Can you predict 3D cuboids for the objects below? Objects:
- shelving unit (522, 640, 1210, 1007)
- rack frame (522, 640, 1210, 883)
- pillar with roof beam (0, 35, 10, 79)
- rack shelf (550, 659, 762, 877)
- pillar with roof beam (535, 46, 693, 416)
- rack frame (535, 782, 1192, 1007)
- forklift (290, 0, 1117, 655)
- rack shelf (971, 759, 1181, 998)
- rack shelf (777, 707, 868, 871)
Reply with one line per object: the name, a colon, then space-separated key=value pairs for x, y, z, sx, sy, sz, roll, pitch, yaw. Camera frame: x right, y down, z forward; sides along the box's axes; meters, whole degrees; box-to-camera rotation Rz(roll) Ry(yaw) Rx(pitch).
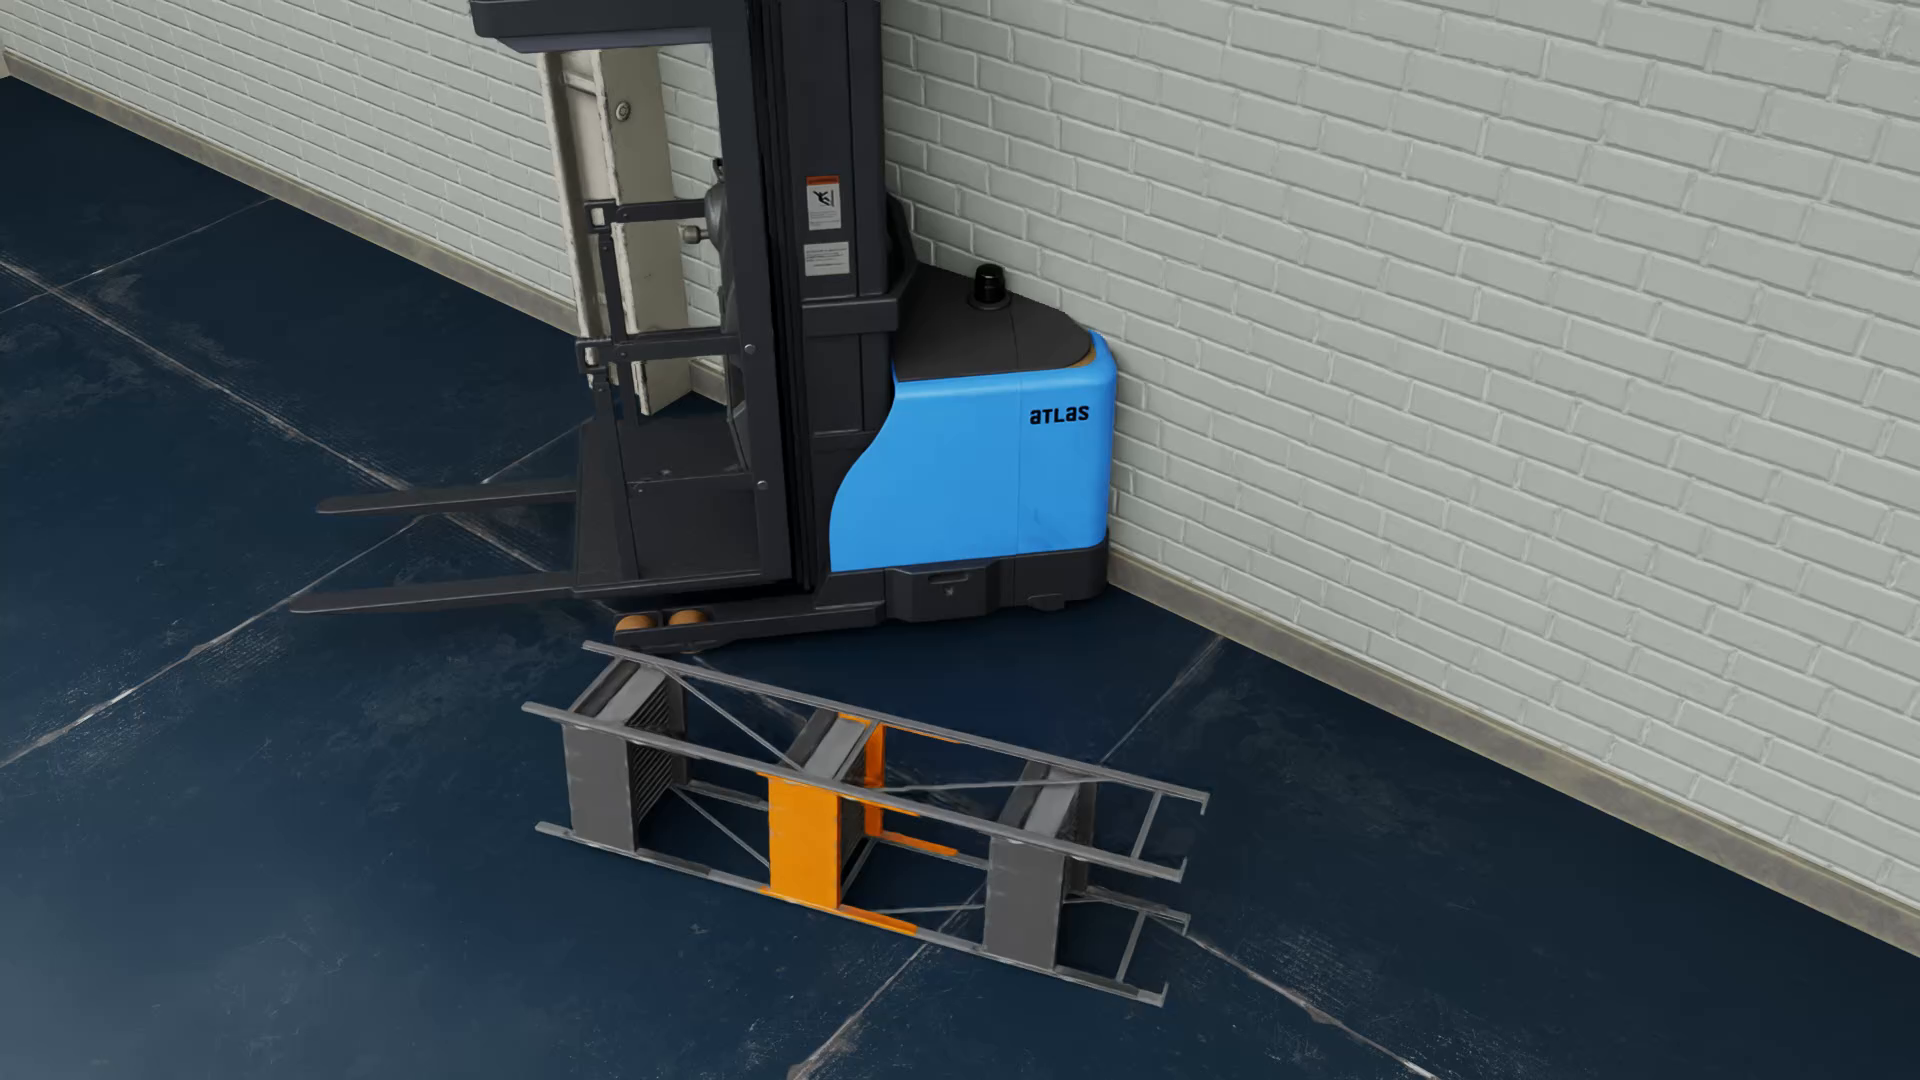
shelving unit: x=-0.320 y=0.853 z=5.200 sx=2.100 sy=0.503 sz=0.431 roll=12 pitch=32 yaw=15
rack frame: x=-0.309 y=0.644 z=5.075 sx=2.100 sy=0.015 sz=0.400 roll=12 pitch=32 yaw=15
pillar with roof beam: x=-8.840 y=-4.387 z=5.053 sx=0.400 sy=9.000 sz=9.100 roll=25 pitch=45 yaw=29
rack shelf: x=-0.968 y=0.713 z=5.377 sx=0.518 sy=0.480 sz=0.431 roll=12 pitch=32 yaw=15
pillar with roof beam: x=-4.074 y=-2.140 z=2.183 sx=0.400 sy=9.000 sz=9.100 roll=25 pitch=45 yaw=29
rack frame: x=-0.331 y=1.062 z=5.326 sx=2.100 sy=0.015 sz=0.400 roll=12 pitch=32 yaw=15
forklift: x=-0.996 y=-1.061 z=5.728 sx=3.031 sy=2.935 sz=1.130 roll=-5 pitch=38 yaw=-7
rack shelf: x=0.354 y=0.998 z=5.016 sx=0.518 sy=0.480 sz=0.431 roll=12 pitch=32 yaw=15
rack shelf: x=-0.436 y=0.828 z=5.232 sx=0.174 sy=0.457 sz=0.368 roll=12 pitch=32 yaw=15
